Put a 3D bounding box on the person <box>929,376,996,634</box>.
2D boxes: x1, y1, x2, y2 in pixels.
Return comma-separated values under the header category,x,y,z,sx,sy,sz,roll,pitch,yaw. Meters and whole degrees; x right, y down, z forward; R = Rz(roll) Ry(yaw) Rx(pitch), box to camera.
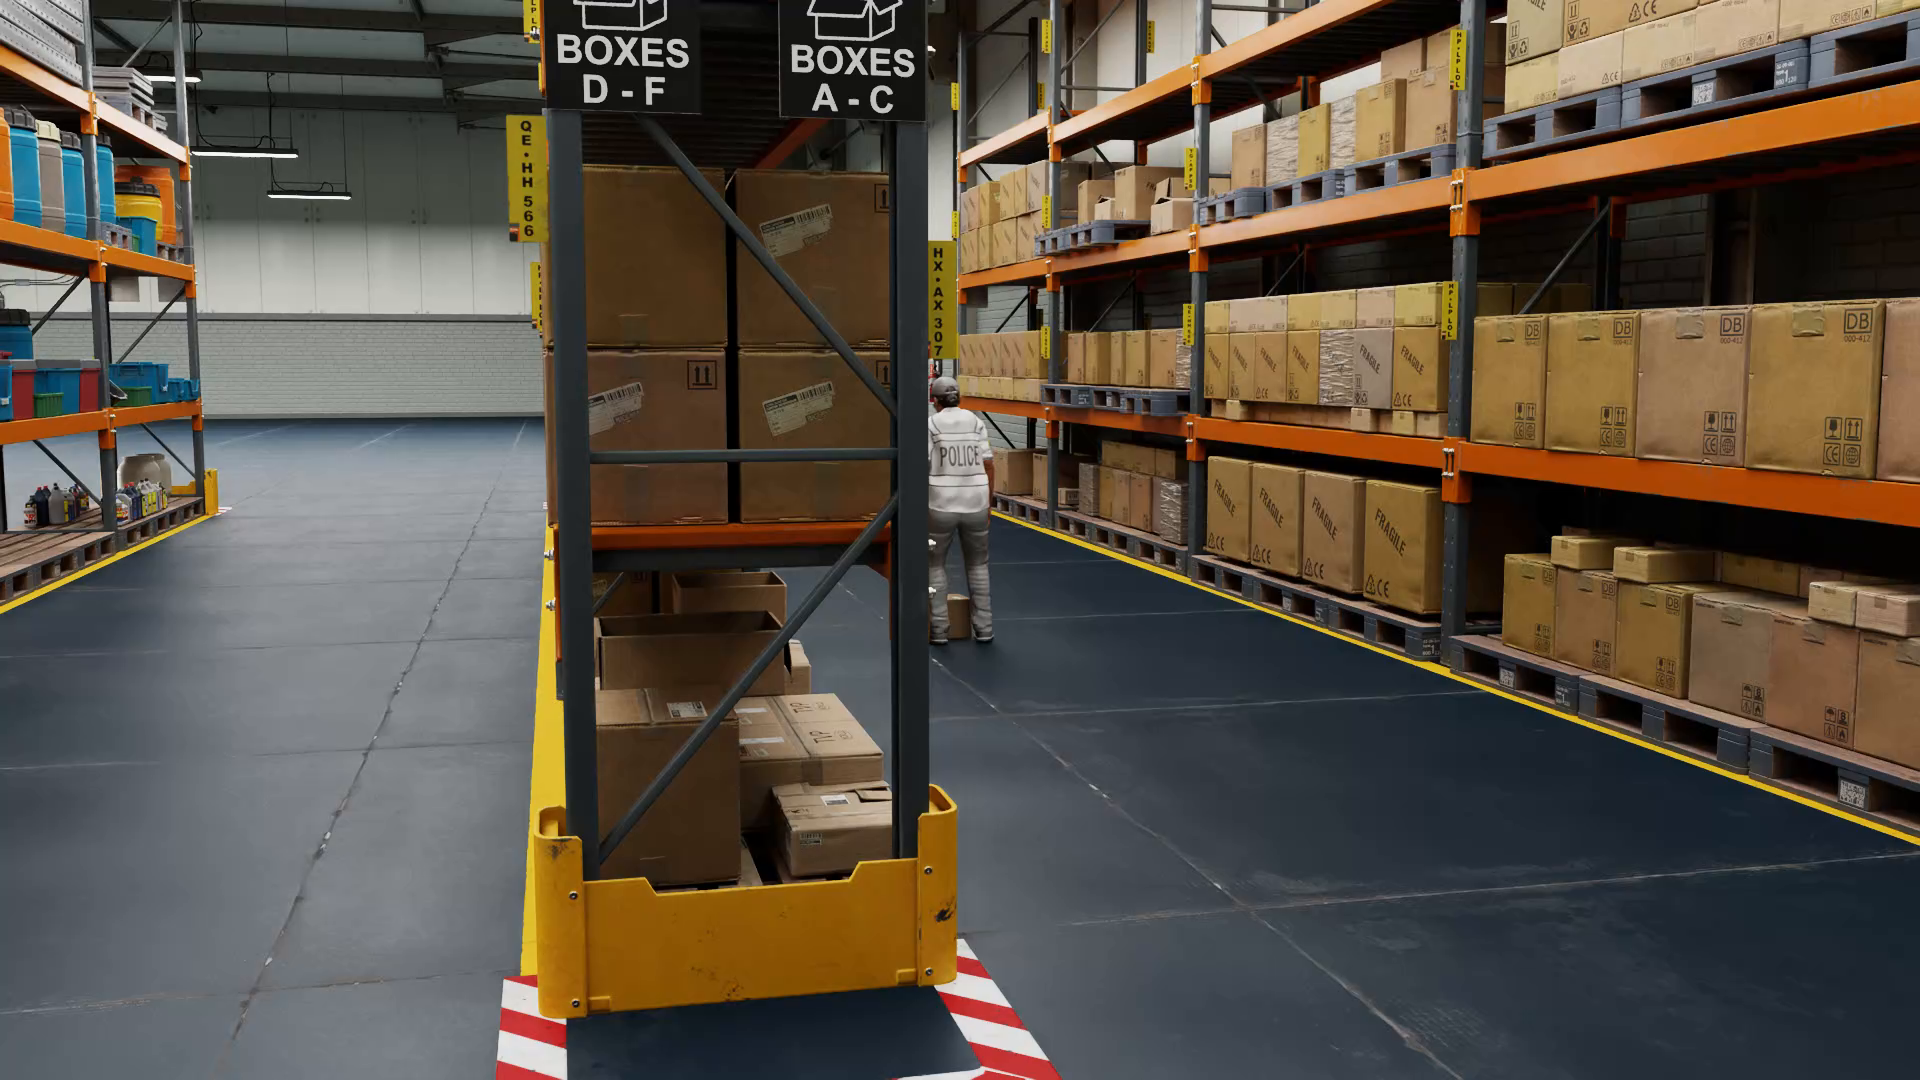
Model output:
category,x,y,z,sx,sy,sz,roll,pitch,yaw
person,-0.041,-0.223,10.391,0.525,1.600,0.471,-2,6,-14
